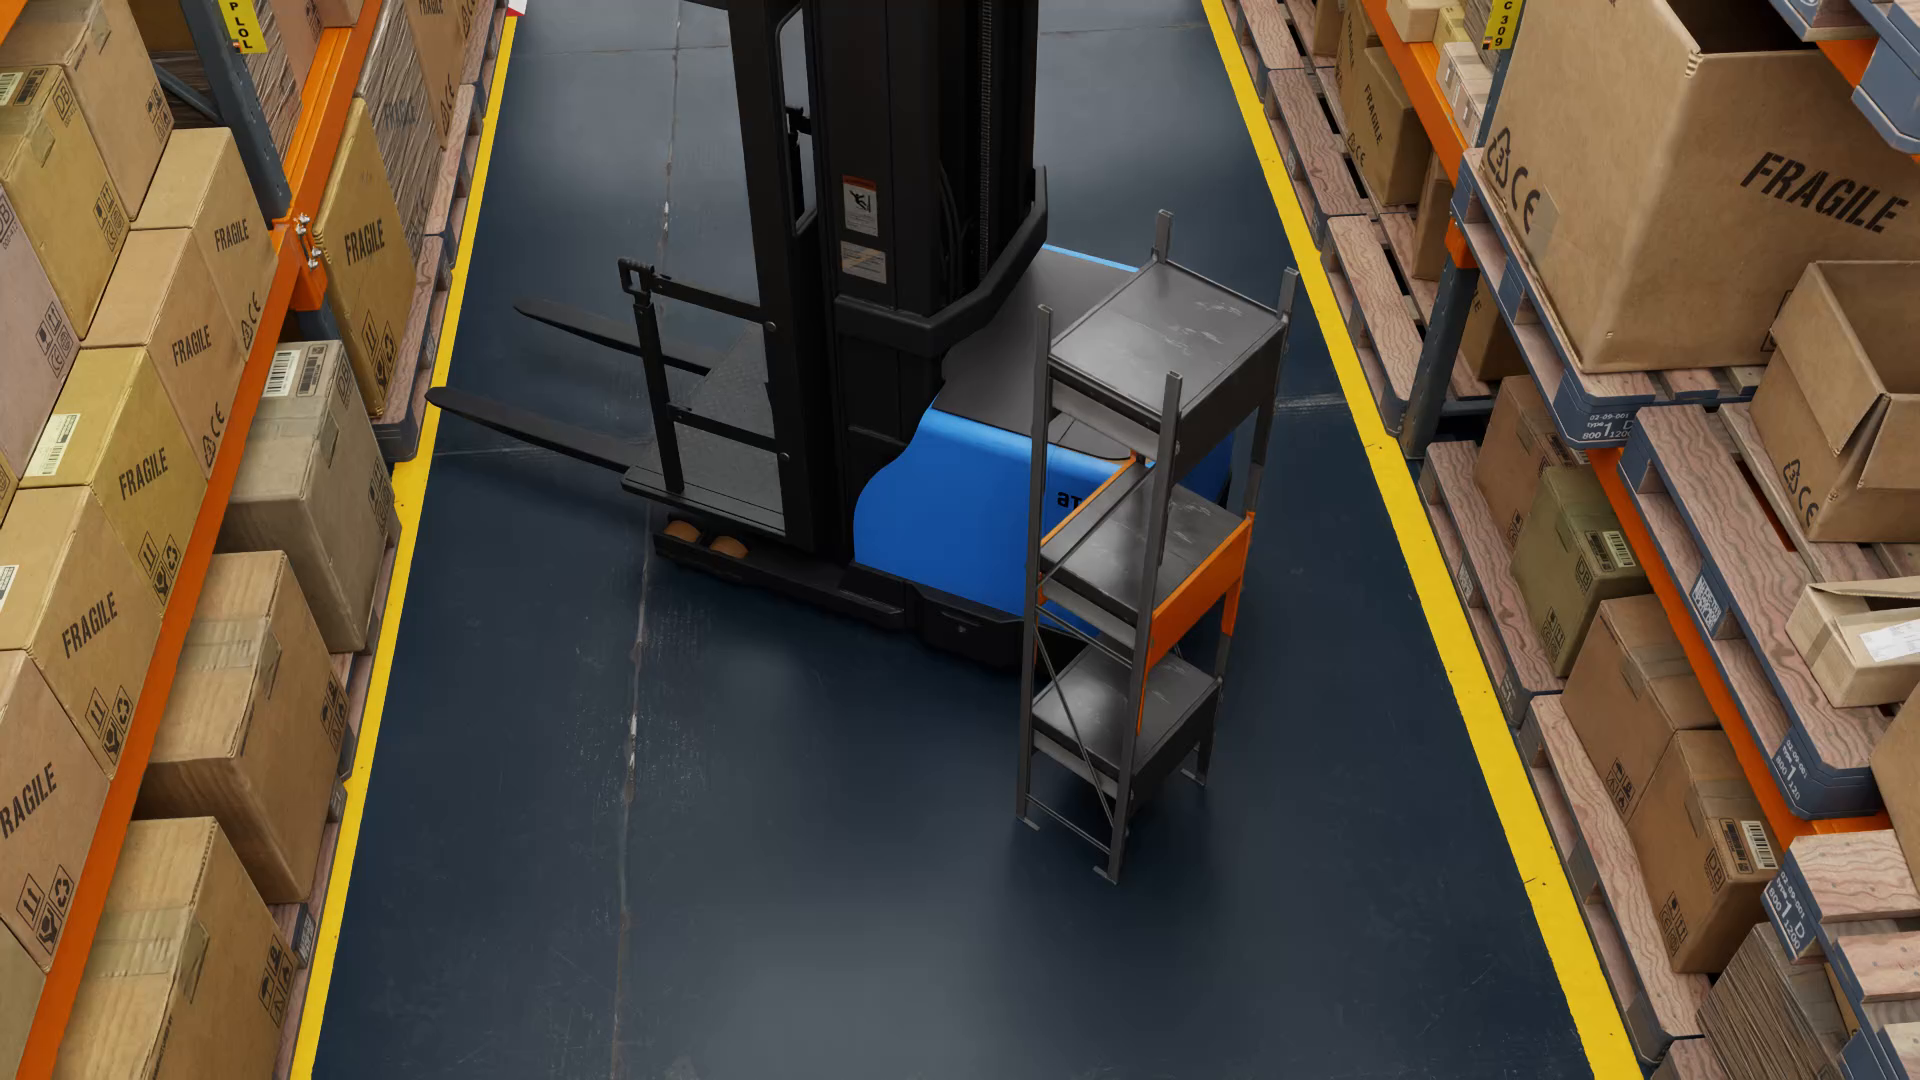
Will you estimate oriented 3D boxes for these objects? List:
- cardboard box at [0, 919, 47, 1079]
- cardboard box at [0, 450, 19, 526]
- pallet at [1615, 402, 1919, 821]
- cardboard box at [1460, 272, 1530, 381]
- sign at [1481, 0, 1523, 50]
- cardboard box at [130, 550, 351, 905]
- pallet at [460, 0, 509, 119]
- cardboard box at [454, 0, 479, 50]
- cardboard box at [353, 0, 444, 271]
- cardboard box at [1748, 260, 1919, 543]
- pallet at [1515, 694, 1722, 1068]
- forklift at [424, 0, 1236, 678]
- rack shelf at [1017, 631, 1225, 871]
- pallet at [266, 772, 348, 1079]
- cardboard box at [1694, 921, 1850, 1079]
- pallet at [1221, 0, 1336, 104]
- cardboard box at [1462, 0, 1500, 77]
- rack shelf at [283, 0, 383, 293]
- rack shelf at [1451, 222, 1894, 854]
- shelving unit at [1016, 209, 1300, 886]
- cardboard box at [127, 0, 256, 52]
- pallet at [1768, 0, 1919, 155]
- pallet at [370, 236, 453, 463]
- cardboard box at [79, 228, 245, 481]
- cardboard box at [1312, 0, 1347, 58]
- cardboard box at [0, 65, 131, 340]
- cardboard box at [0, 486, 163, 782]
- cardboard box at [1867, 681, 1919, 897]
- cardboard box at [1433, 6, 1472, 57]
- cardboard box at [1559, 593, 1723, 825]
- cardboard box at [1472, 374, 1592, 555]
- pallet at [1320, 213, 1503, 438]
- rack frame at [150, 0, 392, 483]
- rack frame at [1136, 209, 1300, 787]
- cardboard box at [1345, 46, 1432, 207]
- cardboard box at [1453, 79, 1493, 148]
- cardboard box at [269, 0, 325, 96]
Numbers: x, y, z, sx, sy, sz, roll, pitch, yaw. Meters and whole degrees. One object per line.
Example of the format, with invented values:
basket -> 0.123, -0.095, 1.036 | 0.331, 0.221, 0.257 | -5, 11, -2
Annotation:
cardboard box -> -2.182, 0.963, 3.203 | 0.500, 0.500, 0.500 | -4, 47, -4
cardboard box -> -2.527, -0.104, 3.525 | 0.700, 0.500, 0.500 | -4, 47, -4
pallet -> 2.377, 0.114, 4.208 | 1.003, 0.211, 1.213 | -3, 47, -3
cardboard box -> 2.255, -0.993, 6.557 | 0.500, 0.500, 0.500 | -5, 47, -5
sign -> 1.708, -1.675, 5.175 | 0.100, 0.325, 0.005 | -3, 47, -3
cardboard box -> -2.484, 0.583, 4.892 | 1.050, 0.750, 0.750 | -3, 47, -3
pallet -> -2.893, -2.549, 8.519 | 1.003, 0.211, 1.213 | -3, 47, -3
cardboard box -> -2.915, -3.009, 8.208 | 0.875, 0.875, 0.875 | -3, 47, -3
cardboard box -> -2.765, -1.713, 6.981 | 0.875, 0.875, 0.875 | -3, 47, -3
cardboard box -> 2.485, -0.348, 4.153 | 0.797, 0.503, 0.637 | 1, 47, 1
pallet -> 2.420, 0.991, 5.167 | 1.003, 0.211, 1.213 | -3, 47, -3
forklift -> -0.571, -1.191, 5.360 | 3.031, 2.935, 1.130 | 18, 49, 16
rack shelf -> 0.495, 0.622, 5.197 | 0.431, 0.518, 0.480 | 31, 54, 26
pallet -> -2.458, 1.209, 4.959 | 1.003, 0.211, 1.213 | -3, 47, -3
cardboard box -> 2.448, 1.302, 4.370 | 0.700, 0.500, 0.500 | -7, 47, -7
pallet -> 1.953, -2.707, 8.668 | 1.003, 0.211, 1.213 | -3, 47, -3
cardboard box -> 2.272, -1.882, 5.693 | 0.875, 0.500, 0.500 | -3, 47, -3
rack shelf -> -2.870, -2.388, 6.941 | 1.077, 0.370, 4.000 | -3, 47, -3
rack shelf -> 2.416, 0.278, 4.416 | 1.077, 0.370, 4.000 | -3, 47, -3
shelving unit -> 0.495, 0.131, 4.679 | 0.431, 2.100, 0.503 | 31, 54, 26
cardboard box -> -2.699, -1.880, 5.117 | 0.875, 0.550, 0.550 | -3, 47, -3
pallet -> 2.284, -1.180, 3.365 | 1.213, 0.211, 1.003 | -3, 47, -3
pallet -> -2.688, -0.784, 6.847 | 1.003, 0.211, 1.213 | -3, 47, -3
cardboard box -> -2.350, -0.495, 4.584 | 0.500, 0.500, 0.500 | -4, 47, -4
cardboard box -> 2.033, -2.712, 8.185 | 0.500, 0.500, 0.500 | 8, 47, 7
cardboard box -> -2.610, -0.835, 4.218 | 0.700, 0.500, 0.500 | -4, 47, -4
cardboard box -> -2.263, 0.237, 3.890 | 0.500, 0.500, 0.500 | -4, 47, -4
cardboard box -> 2.352, 0.513, 3.340 | 0.700, 0.500, 0.500 | 3, 47, 3
cardboard box -> 1.965, -1.834, 6.094 | 0.380, 0.149, 0.250 | -3, 47, -3
cardboard box -> 2.347, 0.489, 5.140 | 0.700, 0.500, 0.500 | -7, 47, -7
cardboard box -> 2.278, -0.262, 5.851 | 0.700, 0.500, 0.500 | -7, 47, -6
pallet -> 2.157, -0.941, 6.996 | 1.003, 0.211, 1.213 | -3, 47, -3
rack frame -> -2.703, -1.188, 5.309 | 1.000, 3.000, 0.127 | -3, 47, -3
rack frame -> 0.651, -0.005, 4.808 | 0.400, 2.100, 0.015 | 31, 54, 26
cardboard box -> 2.069, -1.851, 7.370 | 0.500, 0.500, 0.500 | -7, 47, -7
cardboard box -> 1.937, -1.468, 5.747 | 0.380, 0.149, 0.250 | -3, 47, -3
cardboard box -> -2.814, -1.902, 5.882 | 0.875, 0.550, 0.550 | -3, 47, -3
